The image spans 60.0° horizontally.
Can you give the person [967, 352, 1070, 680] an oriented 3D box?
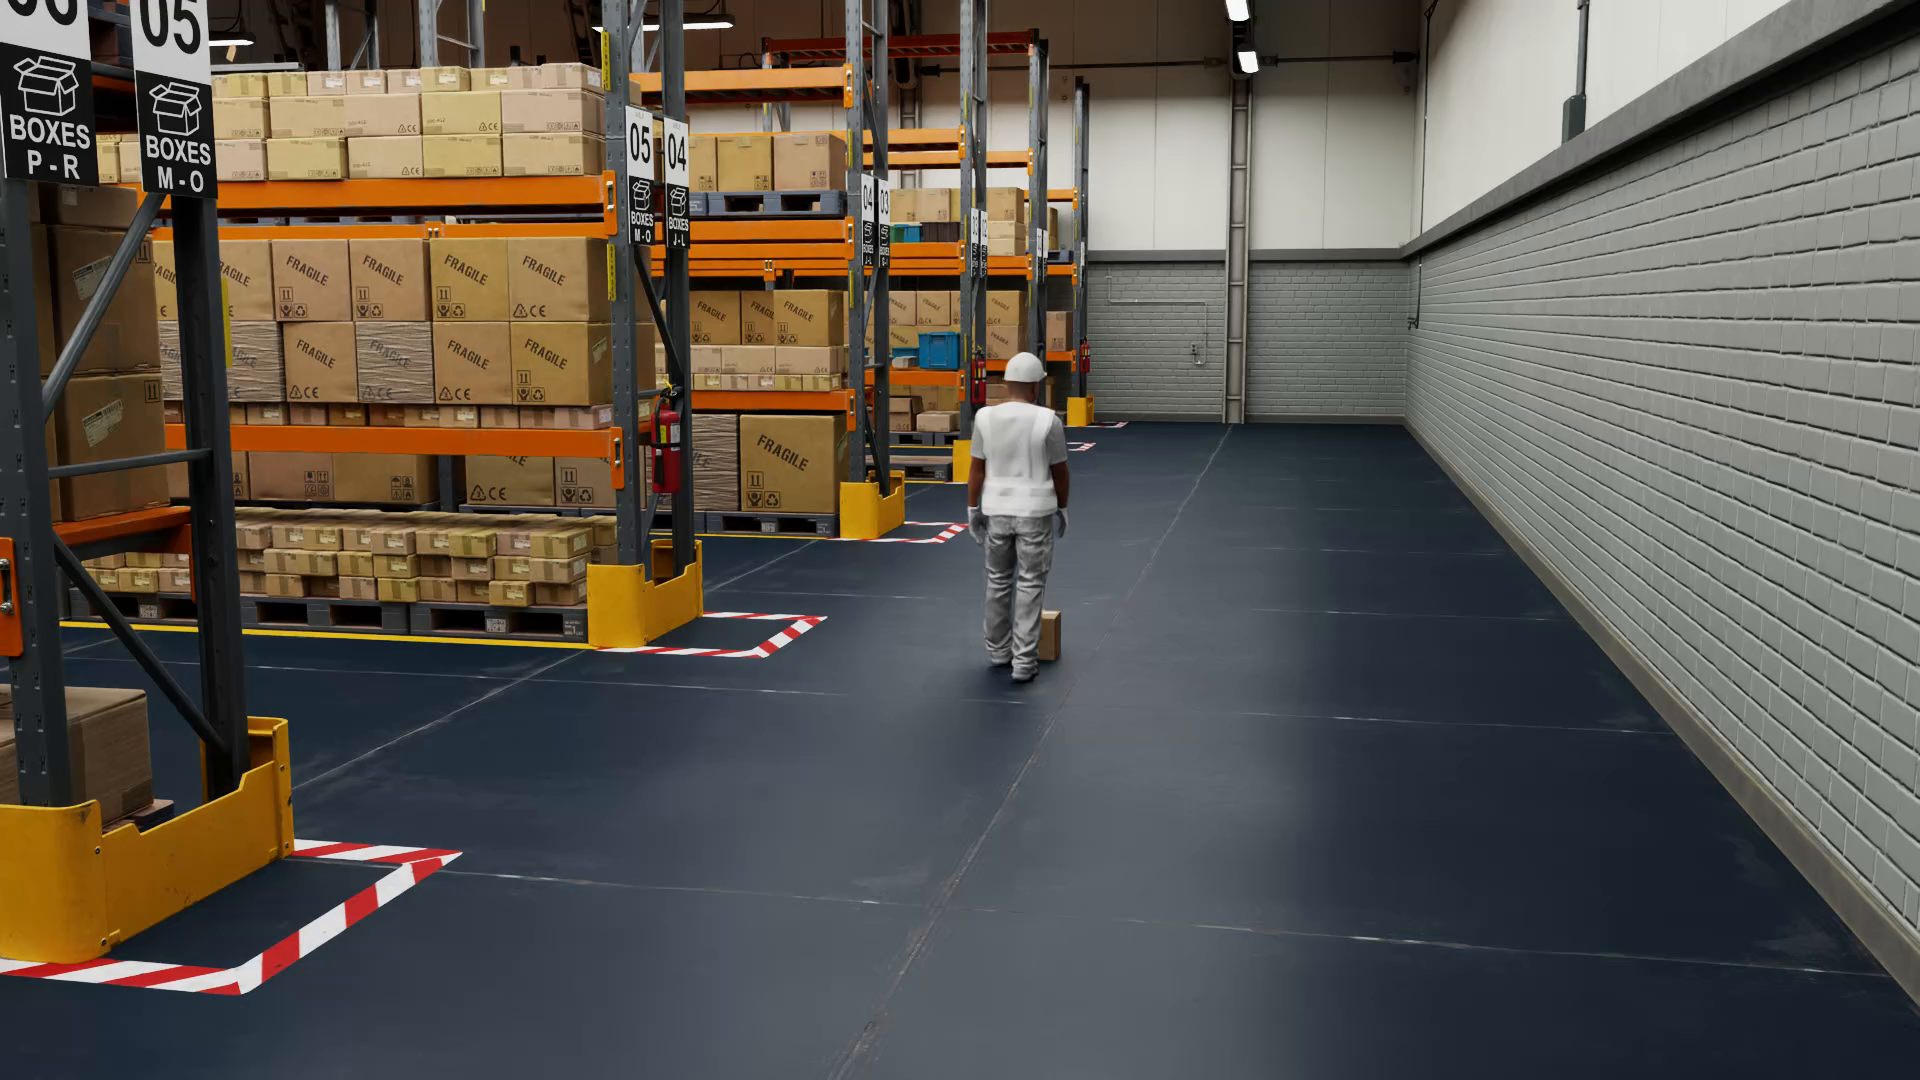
[{"bbox_3d":[0.363,-0.156,9.267,0.556,1.777,0.649,3,8,21],"label":"person"}]
